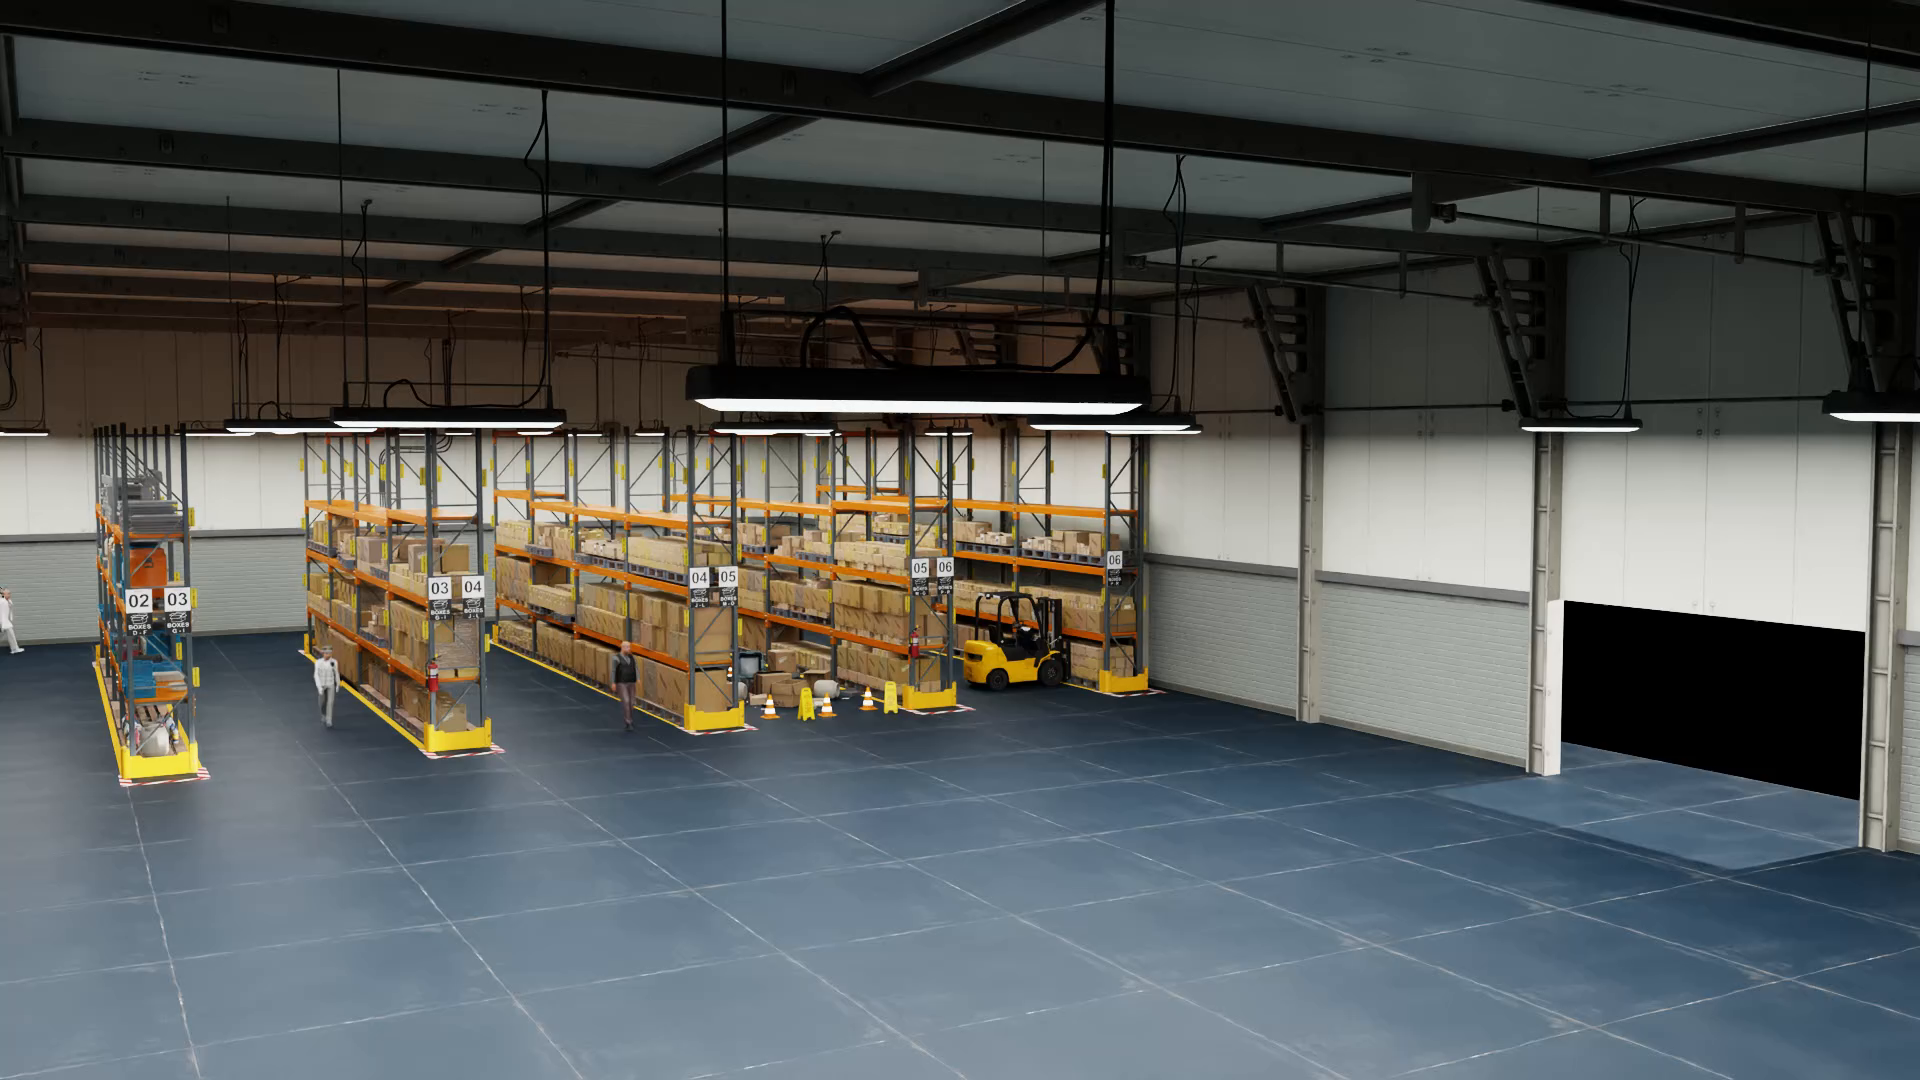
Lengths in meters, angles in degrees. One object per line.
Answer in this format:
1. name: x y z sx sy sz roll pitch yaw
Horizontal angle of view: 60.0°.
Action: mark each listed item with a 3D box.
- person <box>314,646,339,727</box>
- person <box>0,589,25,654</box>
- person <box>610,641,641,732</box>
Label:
1. person: -12.646 2.911 33.187 0.472 1.578 1.090 -1 4 -18
2. person: -25.601 2.171 44.471 1.187 1.722 0.585 0 3 -6
3. person: -6.528 2.888 32.893 0.562 1.729 0.722 -3 5 -44
